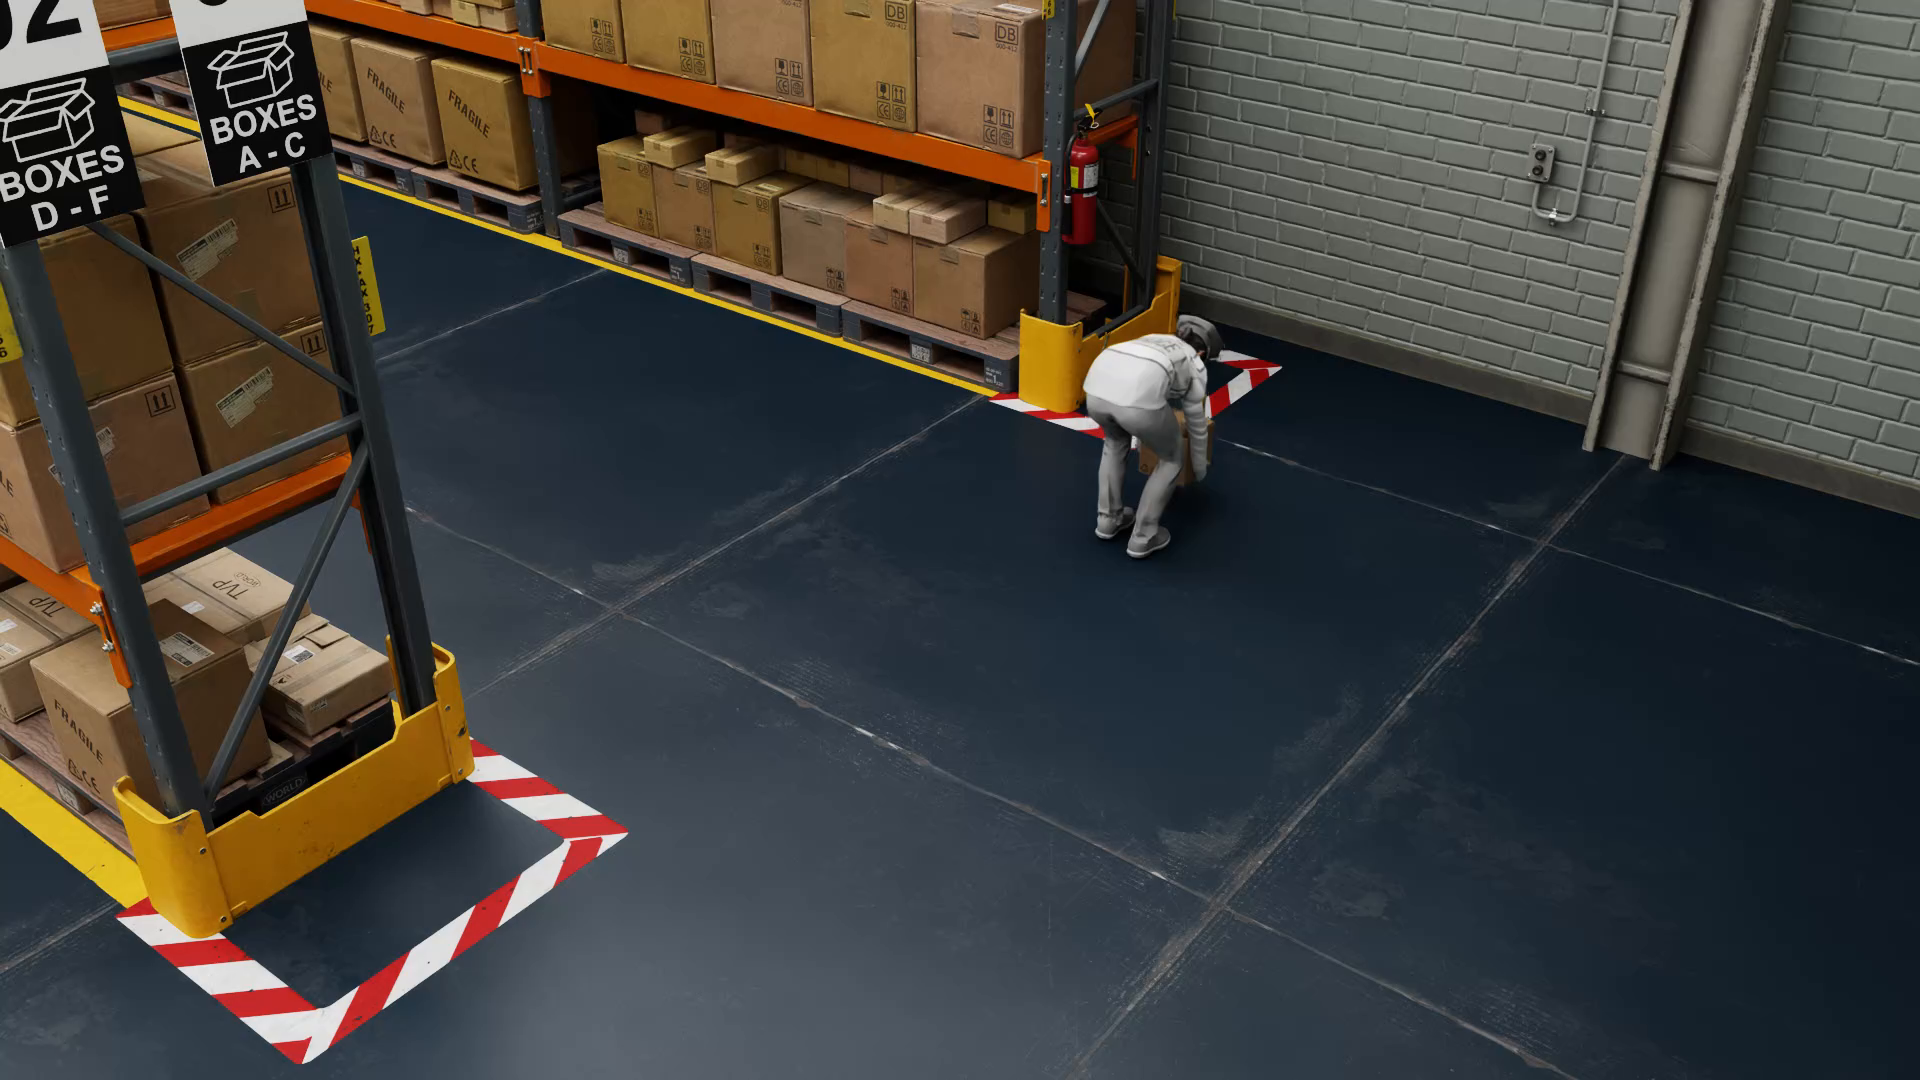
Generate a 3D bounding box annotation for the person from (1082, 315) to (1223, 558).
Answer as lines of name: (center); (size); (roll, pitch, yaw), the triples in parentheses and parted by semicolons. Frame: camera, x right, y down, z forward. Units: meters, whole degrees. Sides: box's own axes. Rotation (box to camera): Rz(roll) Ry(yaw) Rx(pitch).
person: (0.893, -0.505, 7.621); (0.426, 0.995, 0.912); (20, 36, 29)
